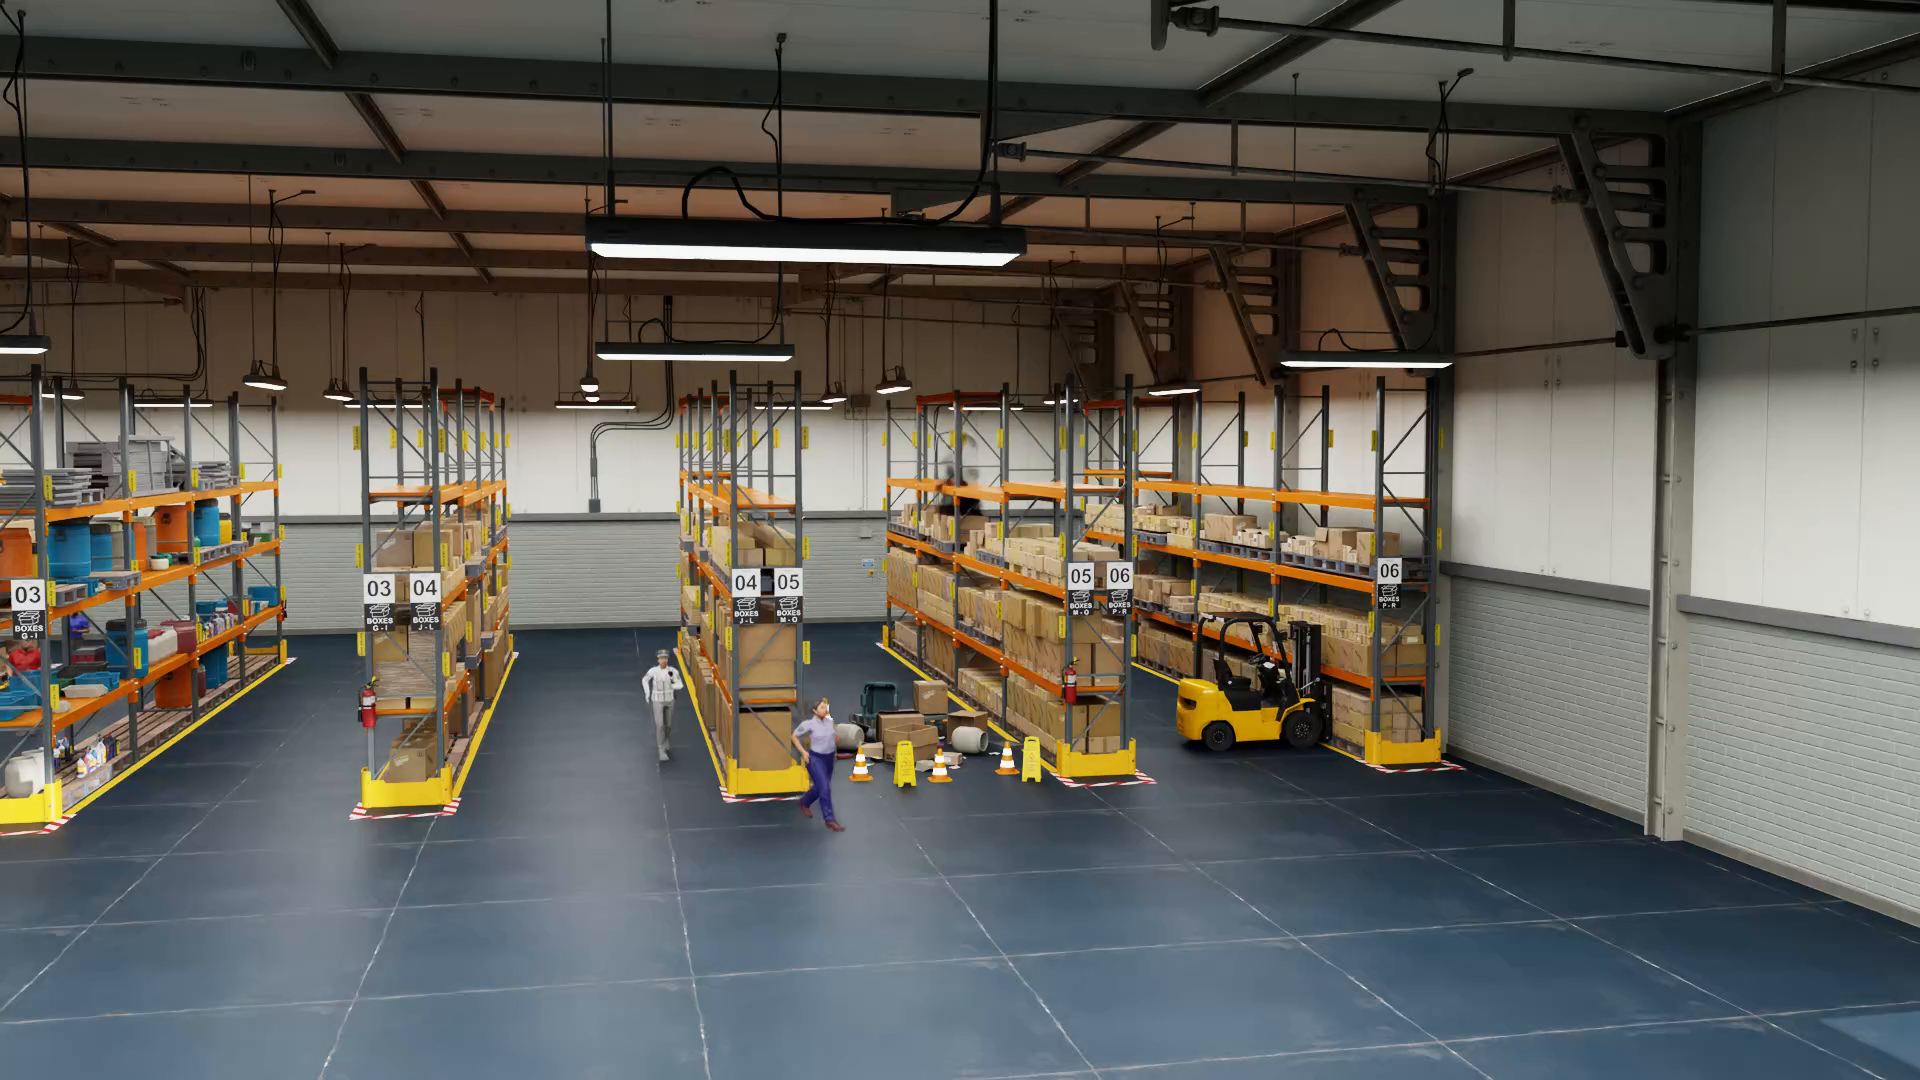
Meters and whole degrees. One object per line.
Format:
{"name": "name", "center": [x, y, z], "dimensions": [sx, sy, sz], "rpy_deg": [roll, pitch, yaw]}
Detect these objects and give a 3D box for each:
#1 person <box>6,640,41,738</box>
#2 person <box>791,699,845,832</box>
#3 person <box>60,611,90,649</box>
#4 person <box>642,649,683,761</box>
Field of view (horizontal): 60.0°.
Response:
{"name": "person", "center": [-15.782, 2.480, 28.103], "dimensions": [0.637, 1.736, 0.684], "rpy_deg": [-1, 4, -24]}
{"name": "person", "center": [-1.805, 2.884, 21.504], "dimensions": [0.920, 1.638, 0.603], "rpy_deg": [3, 4, 37]}
{"name": "person", "center": [-18.052, 2.137, 33.923], "dimensions": [0.566, 1.672, 0.908], "rpy_deg": [-1, 4, -22]}
{"name": "person", "center": [-4.690, 2.566, 26.311], "dimensions": [0.605, 1.694, 0.929], "rpy_deg": [-1, 4, -19]}
